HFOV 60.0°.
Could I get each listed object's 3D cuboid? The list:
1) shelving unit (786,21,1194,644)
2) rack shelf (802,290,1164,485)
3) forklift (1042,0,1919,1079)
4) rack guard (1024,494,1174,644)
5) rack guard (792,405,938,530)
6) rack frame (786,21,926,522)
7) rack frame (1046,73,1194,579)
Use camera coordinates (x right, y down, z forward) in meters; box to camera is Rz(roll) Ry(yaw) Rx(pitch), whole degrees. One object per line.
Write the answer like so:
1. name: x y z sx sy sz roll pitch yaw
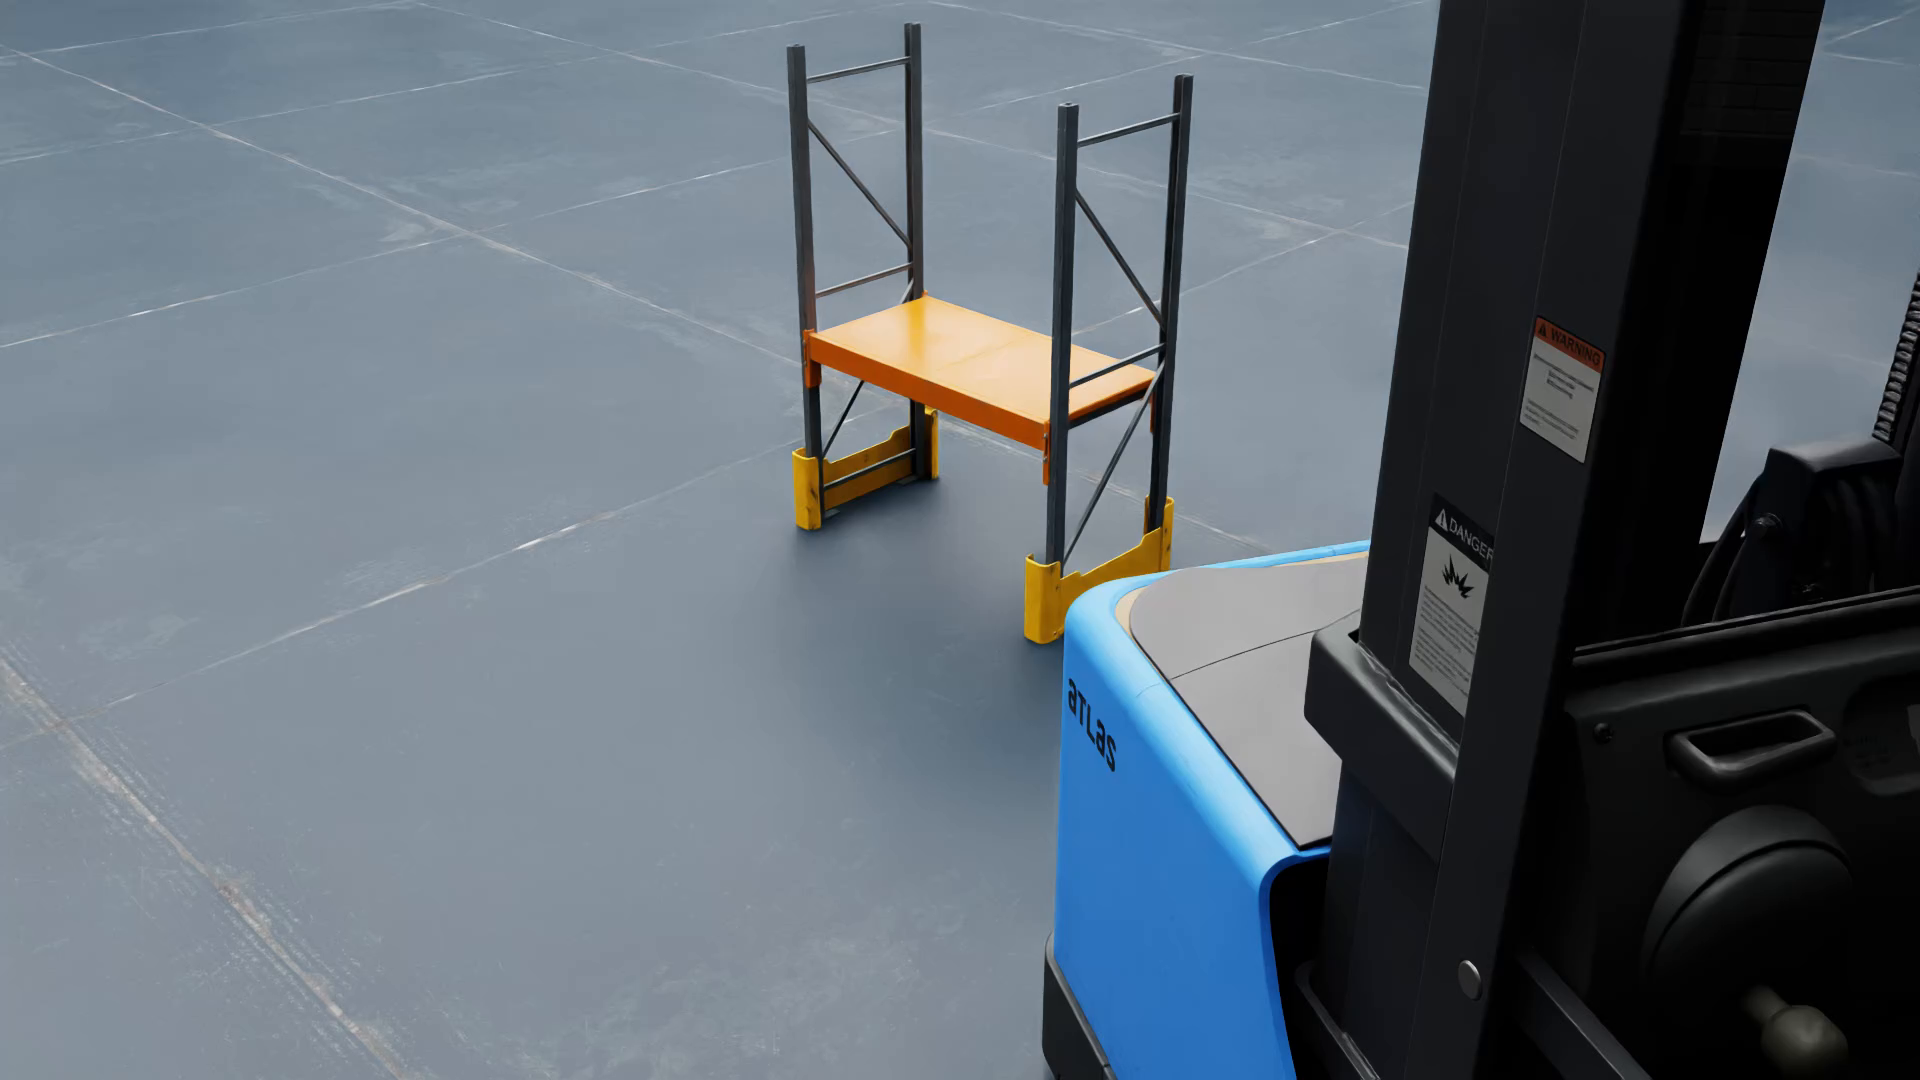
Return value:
1. shelving unit: 0.054 -0.639 4.854 1.083 1.500 0.587 25 36 38
2. rack shelf: 0.061 -0.477 4.932 1.000 0.185 0.538 25 36 38
3. forklift: 1.086 0.315 1.502 1.130 2.935 3.031 -8 29 -15
4. rack guard: 0.409 0.077 4.835 0.087 0.250 0.587 25 36 38
5. rack guard: -0.301 -0.248 5.454 0.087 0.250 0.587 25 36 38
6. rack frame: -0.302 -0.802 5.163 0.032 1.500 0.500 25 36 38
7. rack frame: 0.423 -0.470 4.533 0.032 1.500 0.500 25 36 38
